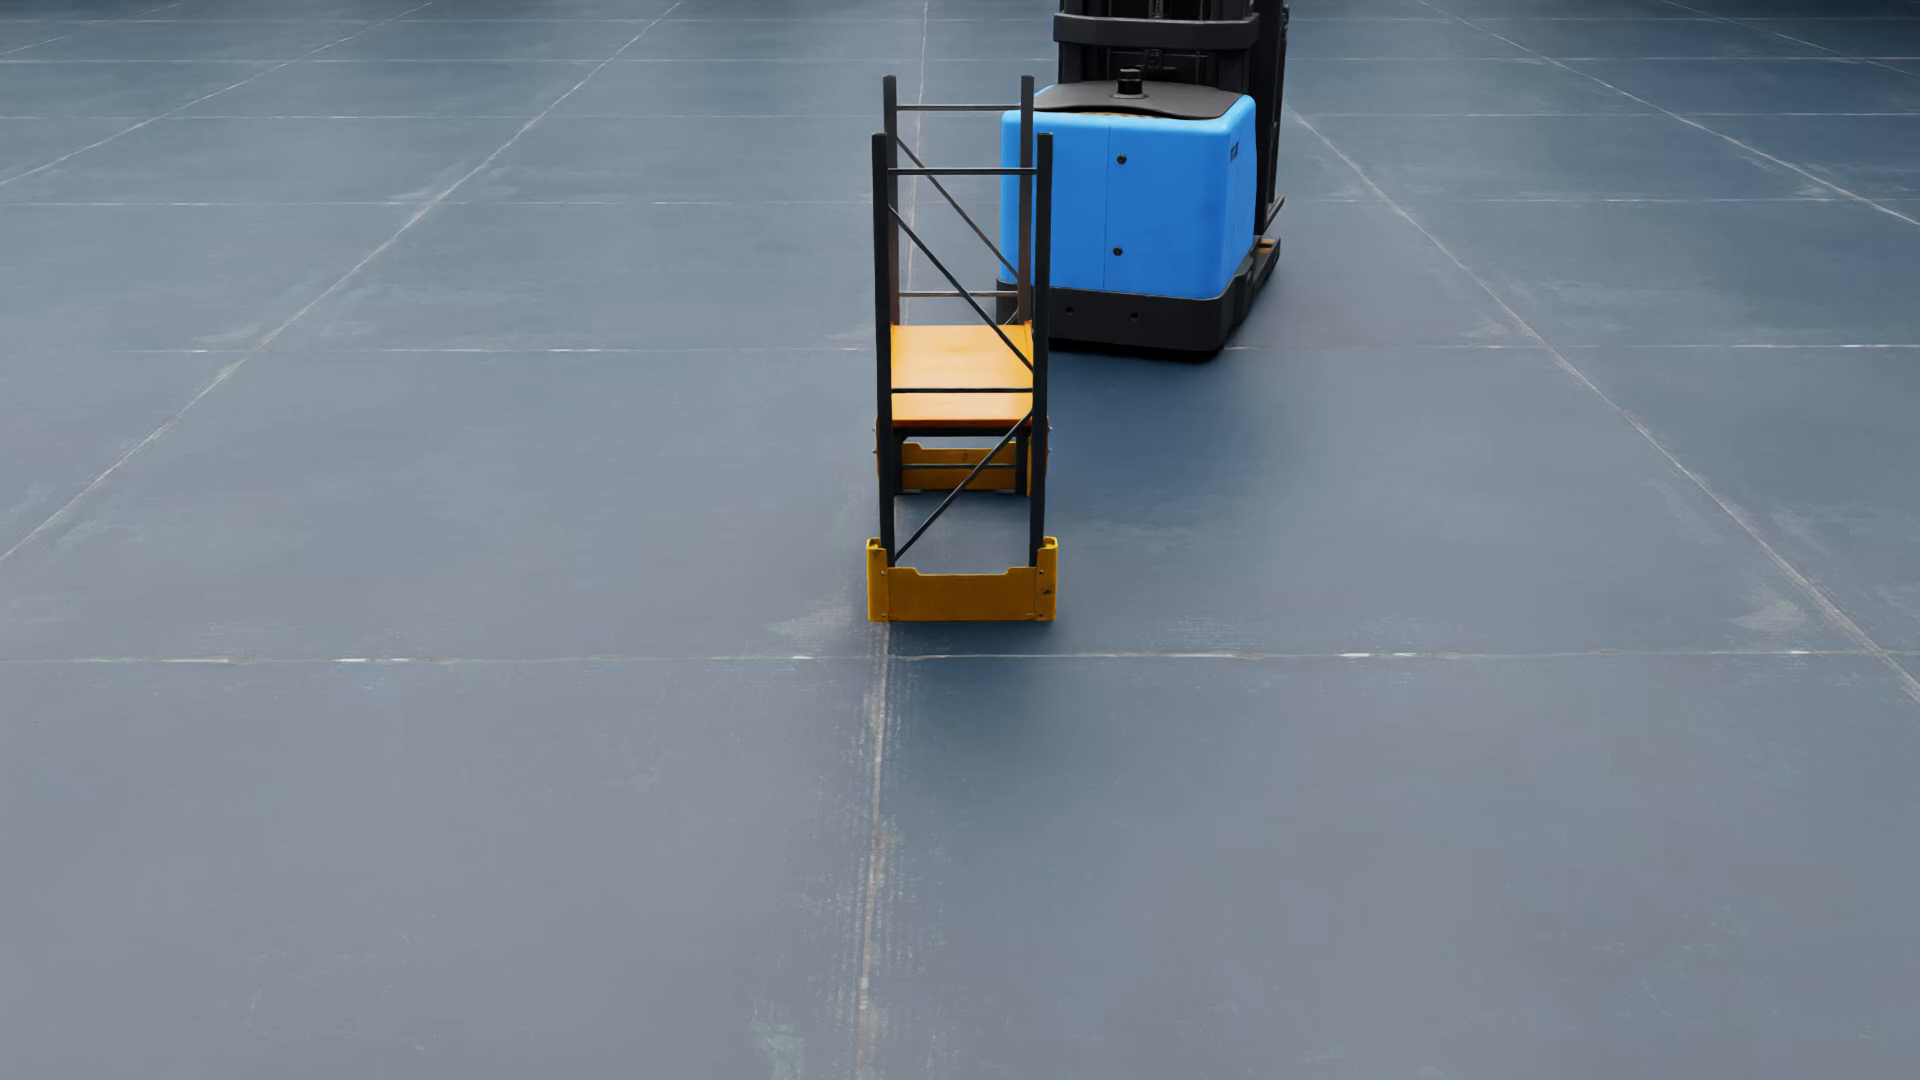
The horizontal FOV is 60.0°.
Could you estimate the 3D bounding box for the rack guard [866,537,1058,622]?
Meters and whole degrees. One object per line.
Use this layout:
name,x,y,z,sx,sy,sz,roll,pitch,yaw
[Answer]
rack guard,0.006,0.123,5.175,0.587,0.250,0.087,0,24,-1

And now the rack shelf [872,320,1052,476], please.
rack shelf,0.001,-0.484,5.437,0.538,0.185,1.000,0,24,-1

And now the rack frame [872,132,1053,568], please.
rack frame,0.006,-0.439,4.900,0.500,1.500,0.032,0,24,-1

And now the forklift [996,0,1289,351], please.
forklift,1.101,-2.761,8.298,1.130,2.935,3.031,7,25,16

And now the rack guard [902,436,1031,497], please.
rack guard,-0.005,-0.288,6.083,0.587,0.250,0.087,0,24,-1

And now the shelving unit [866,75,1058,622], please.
shelving unit,0.001,-0.652,5.371,0.587,1.500,1.083,0,24,-1

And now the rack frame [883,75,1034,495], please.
rack frame,-0.005,-0.858,5.826,0.500,1.500,0.032,0,24,-1
